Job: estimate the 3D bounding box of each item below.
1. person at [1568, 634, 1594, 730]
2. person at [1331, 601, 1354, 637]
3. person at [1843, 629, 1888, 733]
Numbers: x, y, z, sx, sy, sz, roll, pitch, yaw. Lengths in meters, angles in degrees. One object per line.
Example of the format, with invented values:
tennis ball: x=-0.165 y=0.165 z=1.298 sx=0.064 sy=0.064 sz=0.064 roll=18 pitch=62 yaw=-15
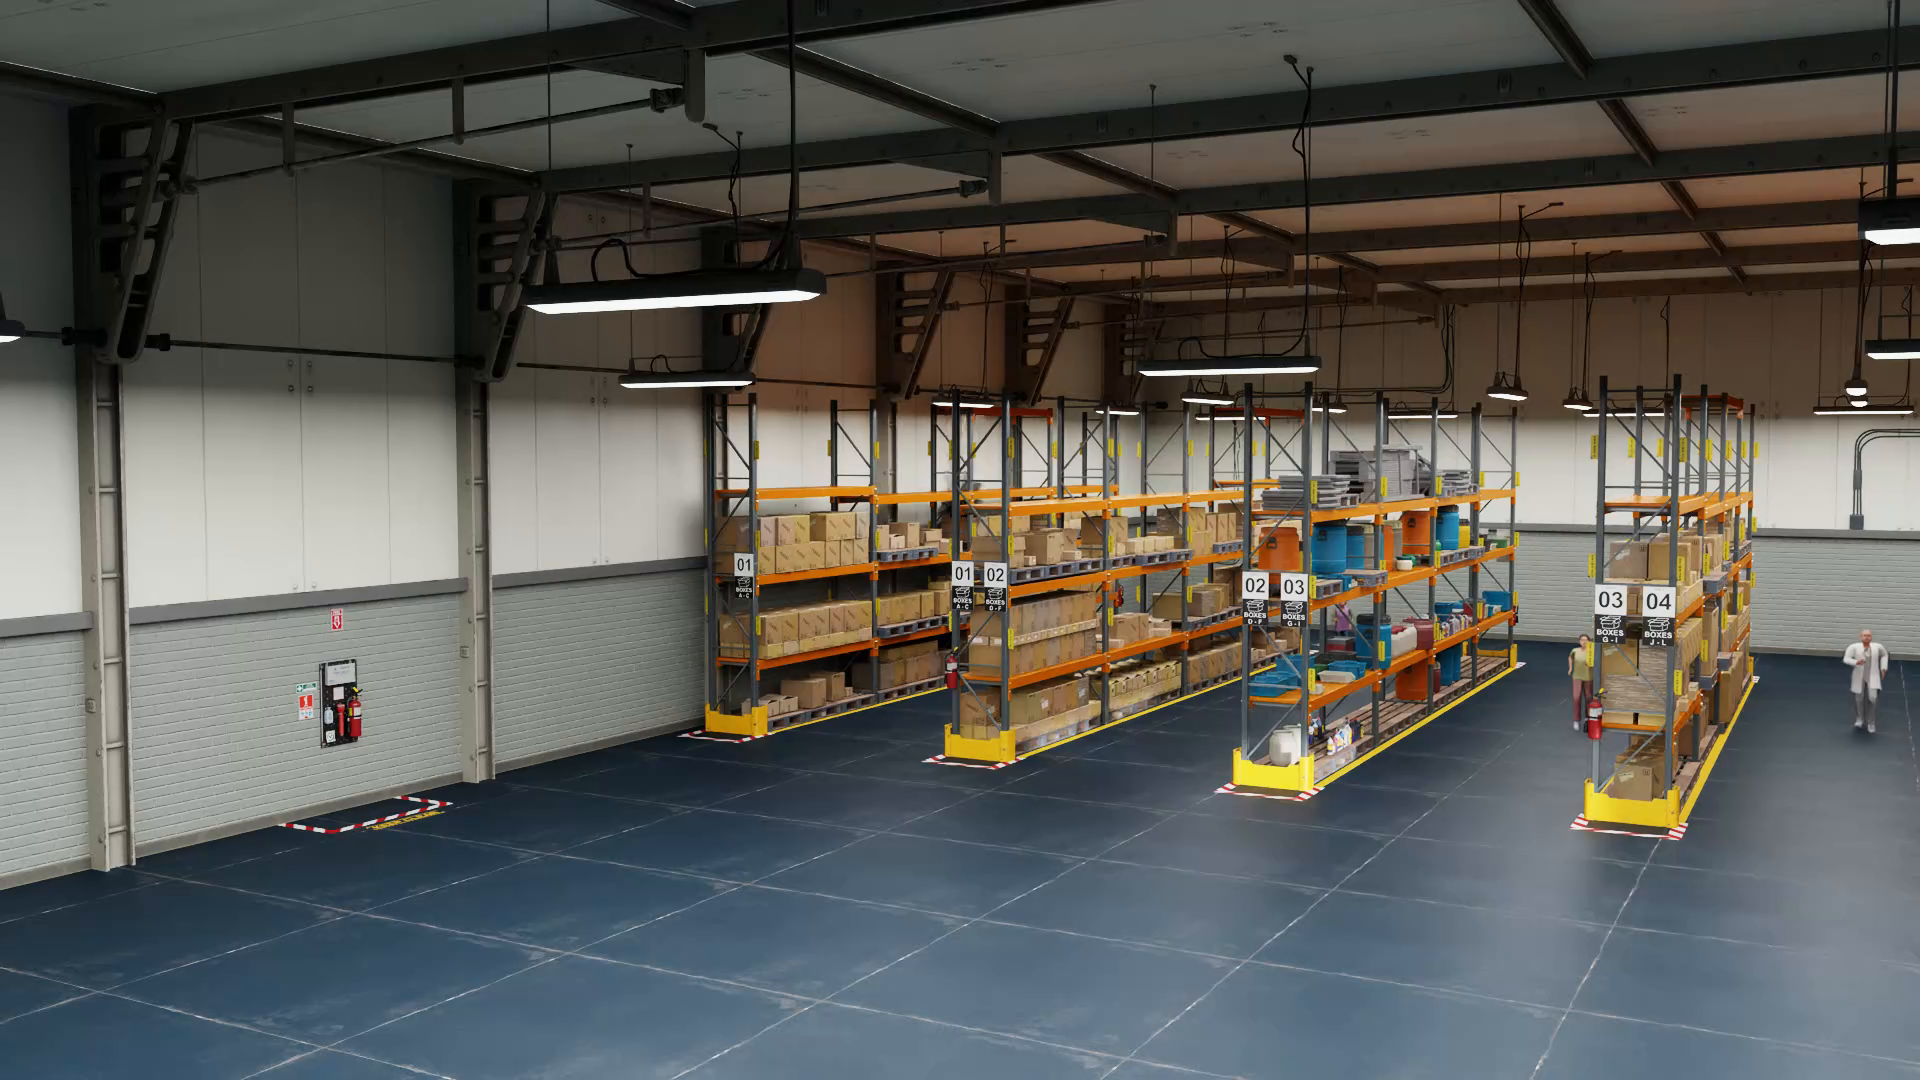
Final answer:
person: x=11.222 y=2.527 z=29.916 sx=0.568 sy=1.671 sz=0.942 roll=2 pitch=3 yaw=27
person: x=8.847 y=2.129 z=38.501 sx=0.514 sy=1.640 sz=0.709 roll=1 pitch=3 yaw=16
person: x=16.133 y=2.518 z=29.643 sx=0.709 sy=1.856 sz=0.840 roll=2 pitch=3 yaw=26
